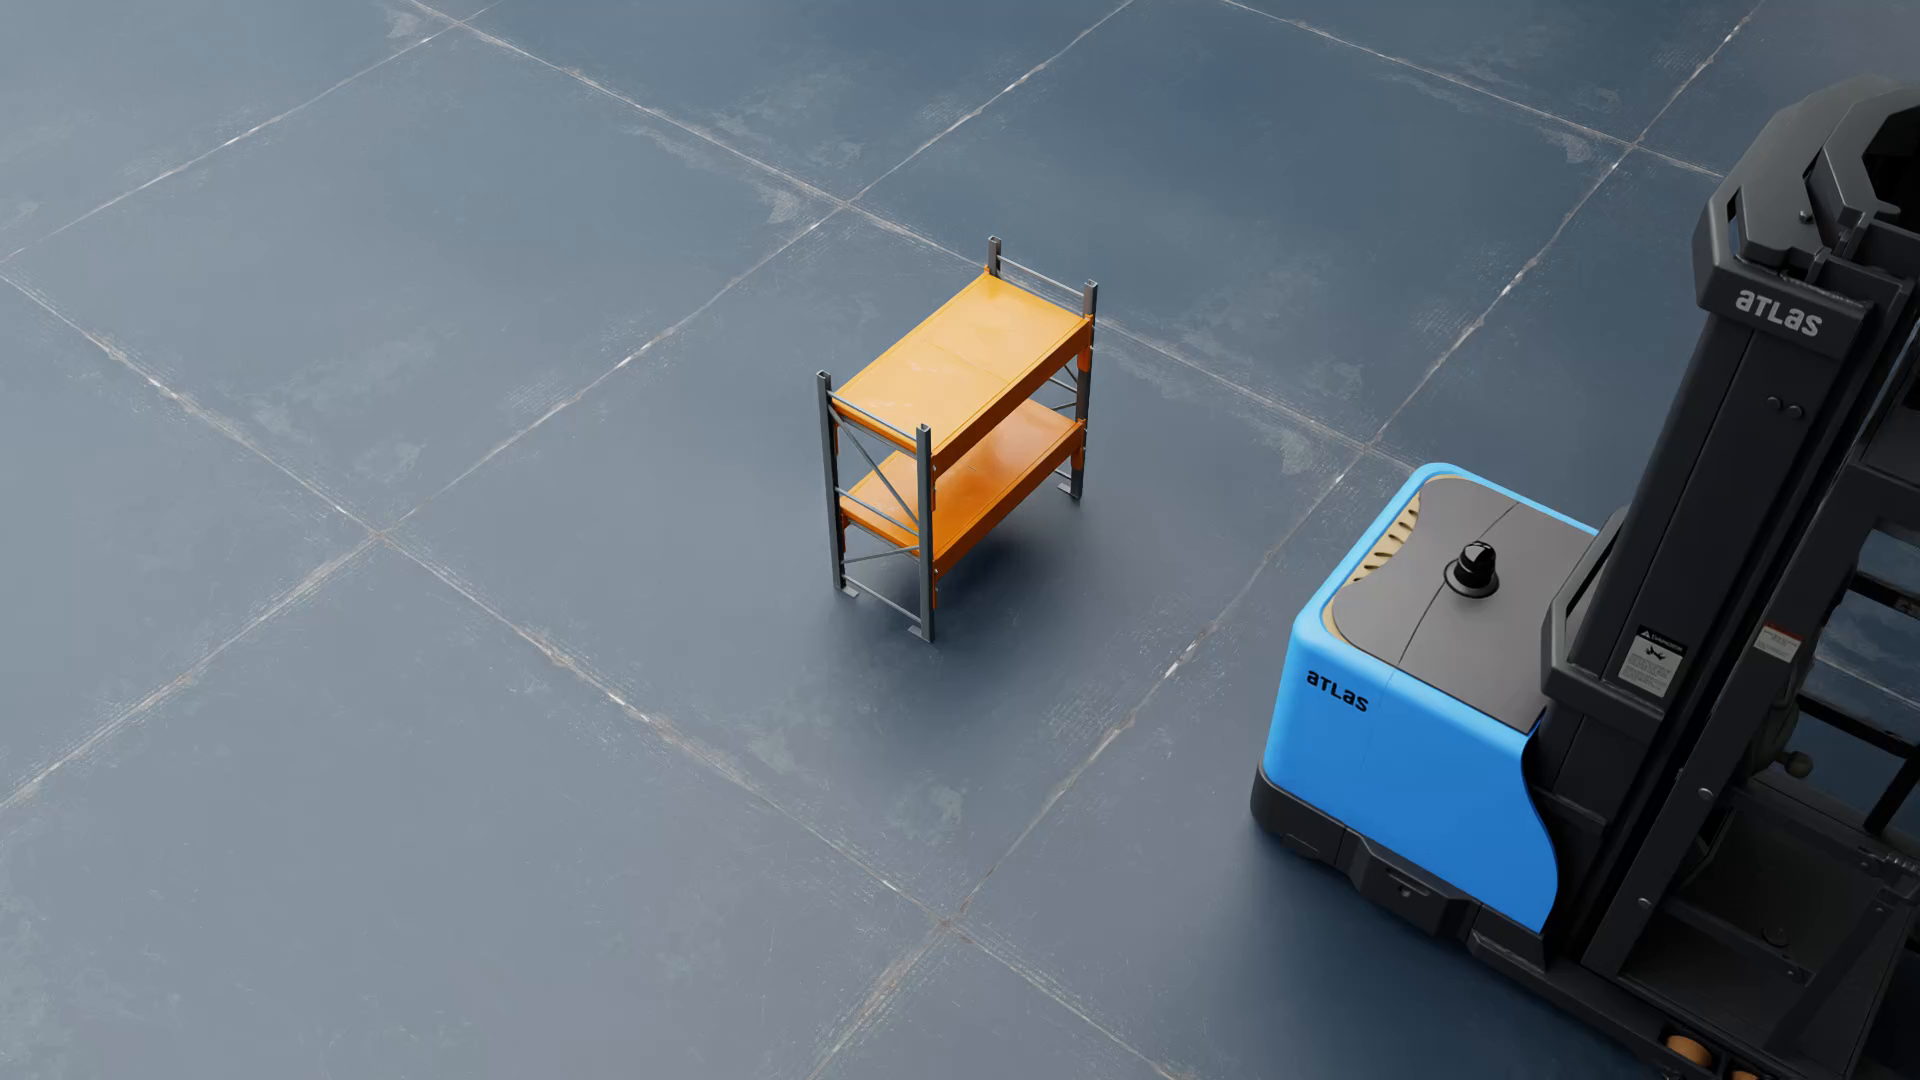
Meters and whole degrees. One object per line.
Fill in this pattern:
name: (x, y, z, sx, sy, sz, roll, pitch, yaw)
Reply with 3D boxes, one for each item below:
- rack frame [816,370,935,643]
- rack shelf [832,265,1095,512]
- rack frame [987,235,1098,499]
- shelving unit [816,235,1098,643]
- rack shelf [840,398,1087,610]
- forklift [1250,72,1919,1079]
rack frame: (-0.307, -0.102, 6.234, 0.500, 1.125, 0.032, 29, 53, 25)
rack shelf: (0.004, -0.595, 6.300, 0.538, 0.278, 1.000, 29, 53, 25)
rack frame: (0.315, -0.683, 6.790, 0.500, 1.125, 0.032, 29, 53, 25)
shelving unit: (0.004, -0.392, 6.512, 0.538, 1.125, 1.048, 29, 53, 25)
rack shelf: (0.004, -0.224, 6.688, 0.538, 0.278, 1.000, 29, 53, 25)
forklift: (2.512, 0.359, 4.545, 3.031, 2.935, 1.130, 29, 53, 25)
